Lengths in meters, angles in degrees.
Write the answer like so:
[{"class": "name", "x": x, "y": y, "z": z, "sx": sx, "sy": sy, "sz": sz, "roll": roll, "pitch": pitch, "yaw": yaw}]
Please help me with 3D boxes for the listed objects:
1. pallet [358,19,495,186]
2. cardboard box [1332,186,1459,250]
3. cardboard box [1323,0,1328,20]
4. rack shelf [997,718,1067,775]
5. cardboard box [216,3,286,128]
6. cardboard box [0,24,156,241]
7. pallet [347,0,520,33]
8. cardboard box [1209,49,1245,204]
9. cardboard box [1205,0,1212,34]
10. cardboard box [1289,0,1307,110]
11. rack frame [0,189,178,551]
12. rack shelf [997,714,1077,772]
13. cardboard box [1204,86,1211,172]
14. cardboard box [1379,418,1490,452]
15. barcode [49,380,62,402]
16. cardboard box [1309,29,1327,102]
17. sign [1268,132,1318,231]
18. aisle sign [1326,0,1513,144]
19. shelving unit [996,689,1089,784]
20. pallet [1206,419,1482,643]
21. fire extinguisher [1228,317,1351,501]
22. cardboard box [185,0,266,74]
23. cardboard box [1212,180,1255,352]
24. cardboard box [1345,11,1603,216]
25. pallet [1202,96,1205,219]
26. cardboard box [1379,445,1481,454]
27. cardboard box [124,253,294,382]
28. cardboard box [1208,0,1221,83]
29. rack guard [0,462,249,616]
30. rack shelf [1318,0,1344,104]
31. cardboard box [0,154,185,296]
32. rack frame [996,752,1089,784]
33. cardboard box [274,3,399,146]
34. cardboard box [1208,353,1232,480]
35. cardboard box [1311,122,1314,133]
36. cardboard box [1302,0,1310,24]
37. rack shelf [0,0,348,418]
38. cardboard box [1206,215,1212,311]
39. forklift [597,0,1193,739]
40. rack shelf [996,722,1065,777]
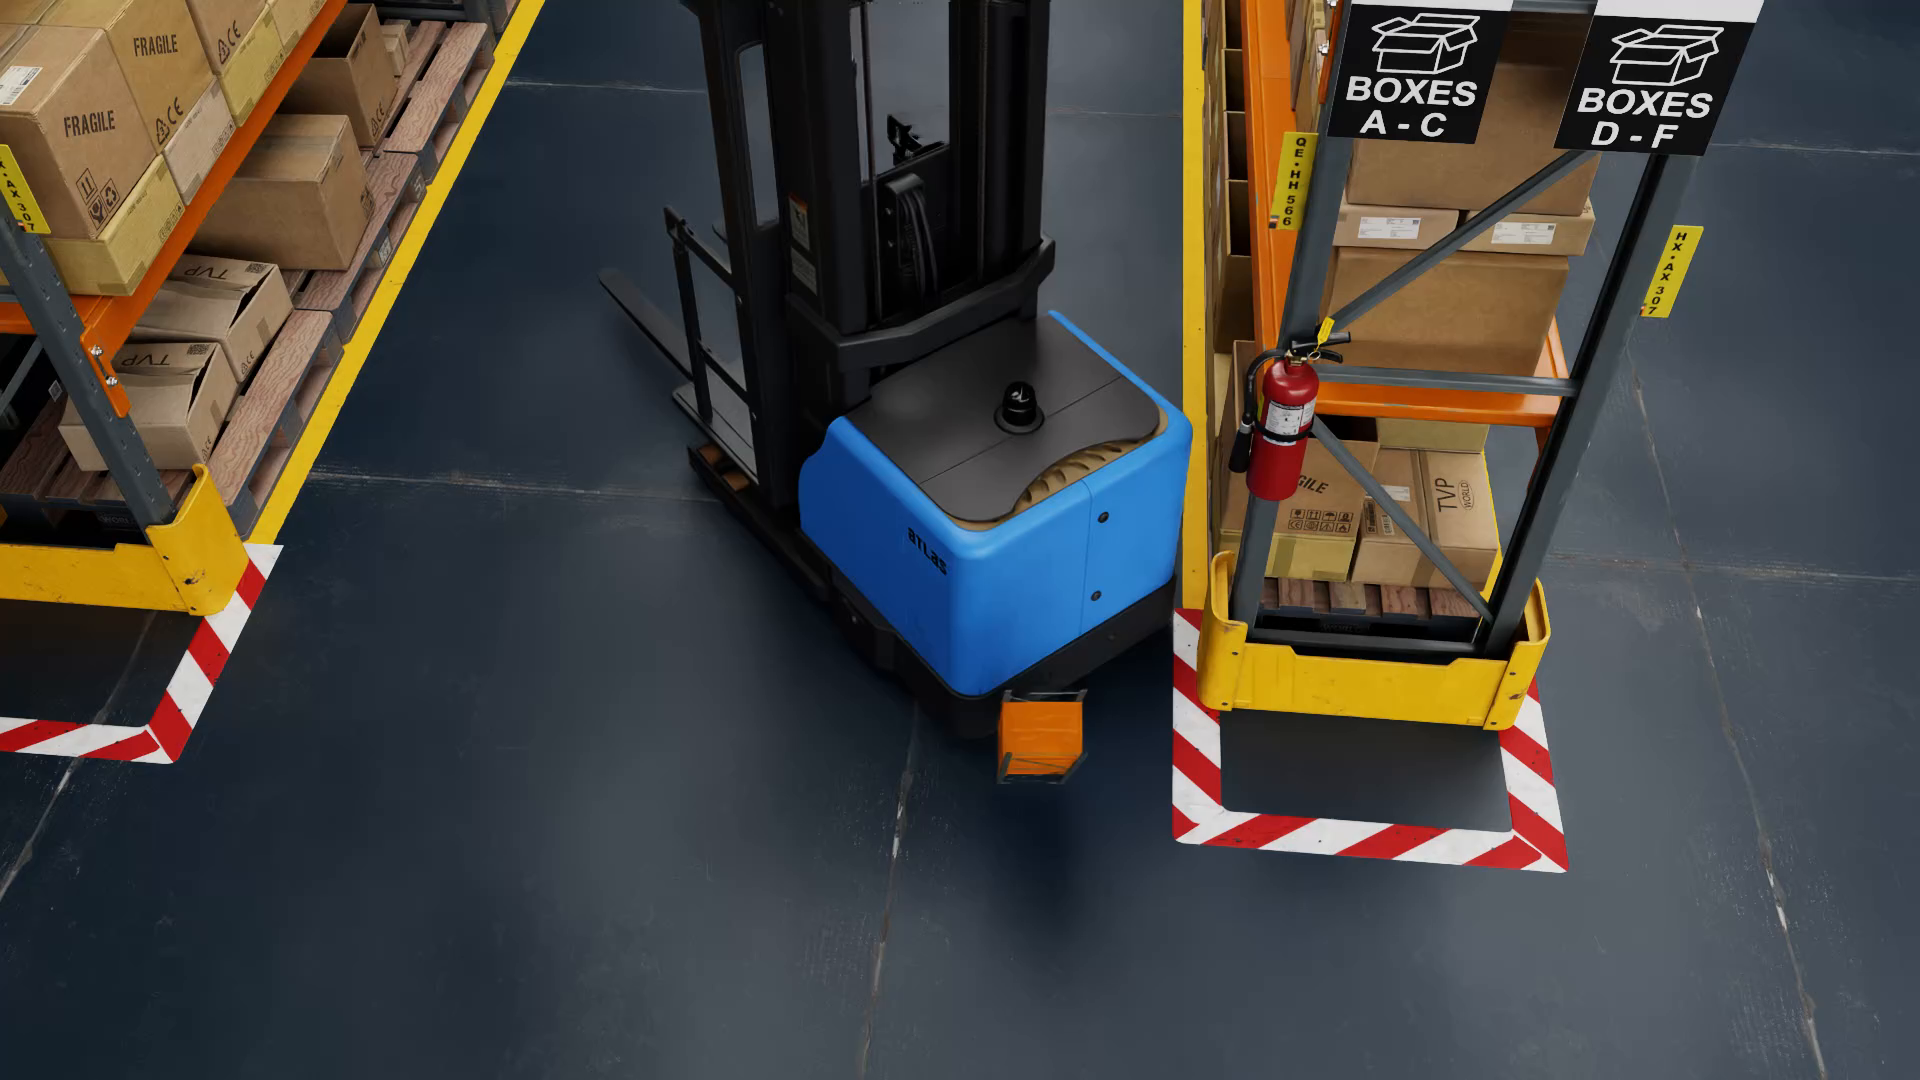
[{"class": "pallet", "x": -3.112, "y": -2.325, "z": 8.733, "sx": 1.003, "sy": 0.211, "sz": 1.213, "roll": 4, "pitch": 48, "yaw": 4}, {"class": "cardboard box", "x": 1.327, "y": -1.039, "z": 5.160, "sx": 0.380, "sy": 0.149, "sz": 0.250, "roll": 3, "pitch": 48, "yaw": 3}, {"class": "cardboard box", "x": 1.630, "y": -2.102, "z": 5.693, "sx": 0.700, "sy": 0.500, "sz": 0.500, "roll": 4, "pitch": 48, "yaw": 4}, {"class": "rack shelf", "x": 0.250, "y": 0.688, "z": 5.544, "sx": 0.258, "sy": 0.103, "sz": 0.180, "roll": 0, "pitch": 78, "yaw": 0}, {"class": "cardboard box", "x": -3.005, "y": -1.873, "z": 6.518, "sx": 0.500, "sy": 0.250, "sz": 0.500, "roll": 3, "pitch": 48, "yaw": 3}, {"class": "cardboard box", "x": -3.108, "y": -1.363, "z": 5.543, "sx": 0.500, "sy": 0.500, "sz": 0.500, "roll": 4, "pitch": 48, "yaw": 4}, {"class": "pallet", "x": -3.017, "y": -3.393, "z": 9.710, "sx": 1.003, "sy": 0.211, "sz": 1.213, "roll": 4, "pitch": 48, "yaw": 4}, {"class": "cardboard box", "x": 1.402, "y": -1.844, "z": 7.474, "sx": 0.500, "sy": 0.500, "sz": 0.500, "roll": 4, "pitch": 48, "yaw": 4}, {"class": "cardboard box", "x": 1.596, "y": -2.970, "z": 9.012, "sx": 0.500, "sy": 0.250, "sz": 0.500, "roll": 3, "pitch": 48, "yaw": 3}, {"class": "cardboard box", "x": 1.676, "y": -2.006, "z": 6.484, "sx": 0.700, "sy": 0.500, "sz": 0.500, "roll": 5, "pitch": 48, "yaw": 5}, {"class": "rack frame", "x": -3.451, "y": -0.823, "z": 5.470, "sx": 1.000, "sy": 3.000, "sz": 0.127, "roll": 4, "pitch": 48, "yaw": 4}, {"class": "rack shelf", "x": 0.250, "y": 0.662, "z": 5.427, "sx": 0.258, "sy": 0.103, "sz": 0.180, "roll": 0, "pitch": 78, "yaw": 0}, {"class": "cardboard box", "x": 1.452, "y": -1.958, "z": 8.087, "sx": 0.500, "sy": 0.250, "sz": 0.500, "roll": 4, "pitch": 48, "yaw": 4}, {"class": "cardboard box", "x": 1.796, "y": -0.706, "z": 6.433, "sx": 0.500, "sy": 0.500, "sz": 0.500, "roll": 4, "pitch": 48, "yaw": 4}, {"class": "barcode", "x": -3.695, "y": -0.609, "z": 6.792, "sx": 0.001, "sy": 0.075, "sz": 0.075, "roll": 4, "pitch": 48, "yaw": 4}, {"class": "cardboard box", "x": 1.398, "y": -1.604, "z": 5.677, "sx": 0.380, "sy": 0.149, "sz": 0.250, "roll": 4, "pitch": 48, "yaw": 4}, {"class": "sign", "x": 0.943, "y": -1.010, "z": 4.696, "sx": 0.100, "sy": 0.325, "sz": 0.005, "roll": 4, "pitch": 48, "yaw": 4}, {"class": "aisle sign", "x": 1.184, "y": -1.341, "z": 4.182, "sx": 0.394, "sy": 0.787, "sz": 0.004, "roll": 4, "pitch": 48, "yaw": 4}, {"class": "shelving unit", "x": 0.250, "y": 0.652, "z": 5.384, "sx": 0.258, "sy": 1.200, "sz": 0.189, "roll": 0, "pitch": 78, "yaw": 0}, {"class": "pallet", "x": 1.510, "y": -0.116, "z": 6.713, "sx": 1.003, "sy": 0.211, "sz": 1.213, "roll": 4, "pitch": 48, "yaw": 4}, {"class": "fire extinguisher", "x": 1.009, "y": -0.411, "z": 5.145, "sx": 0.296, "sy": 0.674, "sz": 0.183, "roll": 4, "pitch": 48, "yaw": 4}, {"class": "cardboard box", "x": -3.000, "y": -2.104, "z": 6.222, "sx": 0.500, "sy": 0.500, "sz": 0.500, "roll": 2, "pitch": 48, "yaw": 2}, {"class": "cardboard box", "x": 1.311, "y": -1.109, "z": 6.802, "sx": 0.500, "sy": 0.500, "sz": 0.500, "roll": 4, "pitch": 48, "yaw": 4}, {"class": "cardboard box", "x": 1.542, "y": -1.345, "z": 5.000, "sx": 0.700, "sy": 0.500, "sz": 0.500, "roll": 4, "pitch": 48, "yaw": 4}, {"class": "pallet", "x": 1.733, "y": -1.909, "z": 8.353, "sx": 1.003, "sy": 0.211, "sz": 1.213, "roll": 4, "pitch": 48, "yaw": 4}, {"class": "cardboard box", "x": 1.795, "y": -0.453, "z": 6.710, "sx": 0.500, "sy": 0.250, "sz": 0.500, "roll": 4, "pitch": 48, "yaw": 4}, {"class": "cardboard box", "x": -3.246, "y": -0.985, "z": 7.142, "sx": 0.500, "sy": 0.311, "sz": 0.500, "roll": 7, "pitch": 48, "yaw": 7}, {"class": "cardboard box", "x": 1.493, "y": -2.579, "z": 8.146, "sx": 0.500, "sy": 0.500, "sz": 0.500, "roll": 4, "pitch": 48, "yaw": 4}, {"class": "rack guard", "x": -3.444, "y": -0.035, "z": 6.443, "sx": 1.175, "sy": 0.500, "sz": 0.348, "roll": 4, "pitch": 48, "yaw": 4}, {"class": "rack shelf", "x": 1.665, "y": -2.732, "z": 5.670, "sx": 1.077, "sy": 0.370, "sz": 4.000, "roll": 4, "pitch": 48, "yaw": 4}, {"class": "cardboard box", "x": -3.090, "y": -1.116, "z": 5.826, "sx": 0.500, "sy": 0.250, "sz": 0.500, "roll": 3, "pitch": 48, "yaw": 2}, {"class": "rack frame", "x": 0.250, "y": 0.742, "z": 5.364, "sx": 0.240, "sy": 1.200, "sz": 0.006, "roll": 0, "pitch": 78, "yaw": 0}, {"class": "cardboard box", "x": -3.141, "y": -2.302, "z": 8.218, "sx": 0.500, "sy": 0.500, "sz": 0.500, "roll": 1, "pitch": 48, "yaw": 1}, {"class": "cardboard box", "x": 1.271, "y": -0.488, "z": 6.743, "sx": 0.500, "sy": 0.250, "sz": 0.500, "roll": 4, "pitch": 48, "yaw": 4}, {"class": "cardboard box", "x": 1.581, "y": -1.254, "z": 5.797, "sx": 0.700, "sy": 0.500, "sz": 0.500, "roll": 5, "pitch": 48, "yaw": 5}, {"class": "cardboard box", "x": 1.444, "y": -1.990, "z": 6.030, "sx": 0.380, "sy": 0.149, "sz": 0.250, "roll": 5, "pitch": 48, "yaw": 5}, {"class": "rack shelf", "x": -3.269, "y": -2.050, "z": 7.079, "sx": 1.077, "sy": 0.370, "sz": 4.000, "roll": 4, "pitch": 48, "yaw": 4}, {"class": "cardboard box", "x": 1.362, "y": -1.223, "z": 7.415, "sx": 0.500, "sy": 0.250, "sz": 0.500, "roll": 4, "pitch": 48, "yaw": 4}, {"class": "forklift", "x": -0.473, "y": -1.315, "z": 5.966, "sx": 1.130, "sy": 2.935, "sz": 3.031, "roll": -29, "pitch": 54, "yaw": -24}, {"class": "rack shelf", "x": 0.250, "y": 0.713, "z": 5.662, "sx": 0.258, "sy": 0.103, "sz": 0.180, "roll": 0, "pitch": 78, "yaw": 0}]
